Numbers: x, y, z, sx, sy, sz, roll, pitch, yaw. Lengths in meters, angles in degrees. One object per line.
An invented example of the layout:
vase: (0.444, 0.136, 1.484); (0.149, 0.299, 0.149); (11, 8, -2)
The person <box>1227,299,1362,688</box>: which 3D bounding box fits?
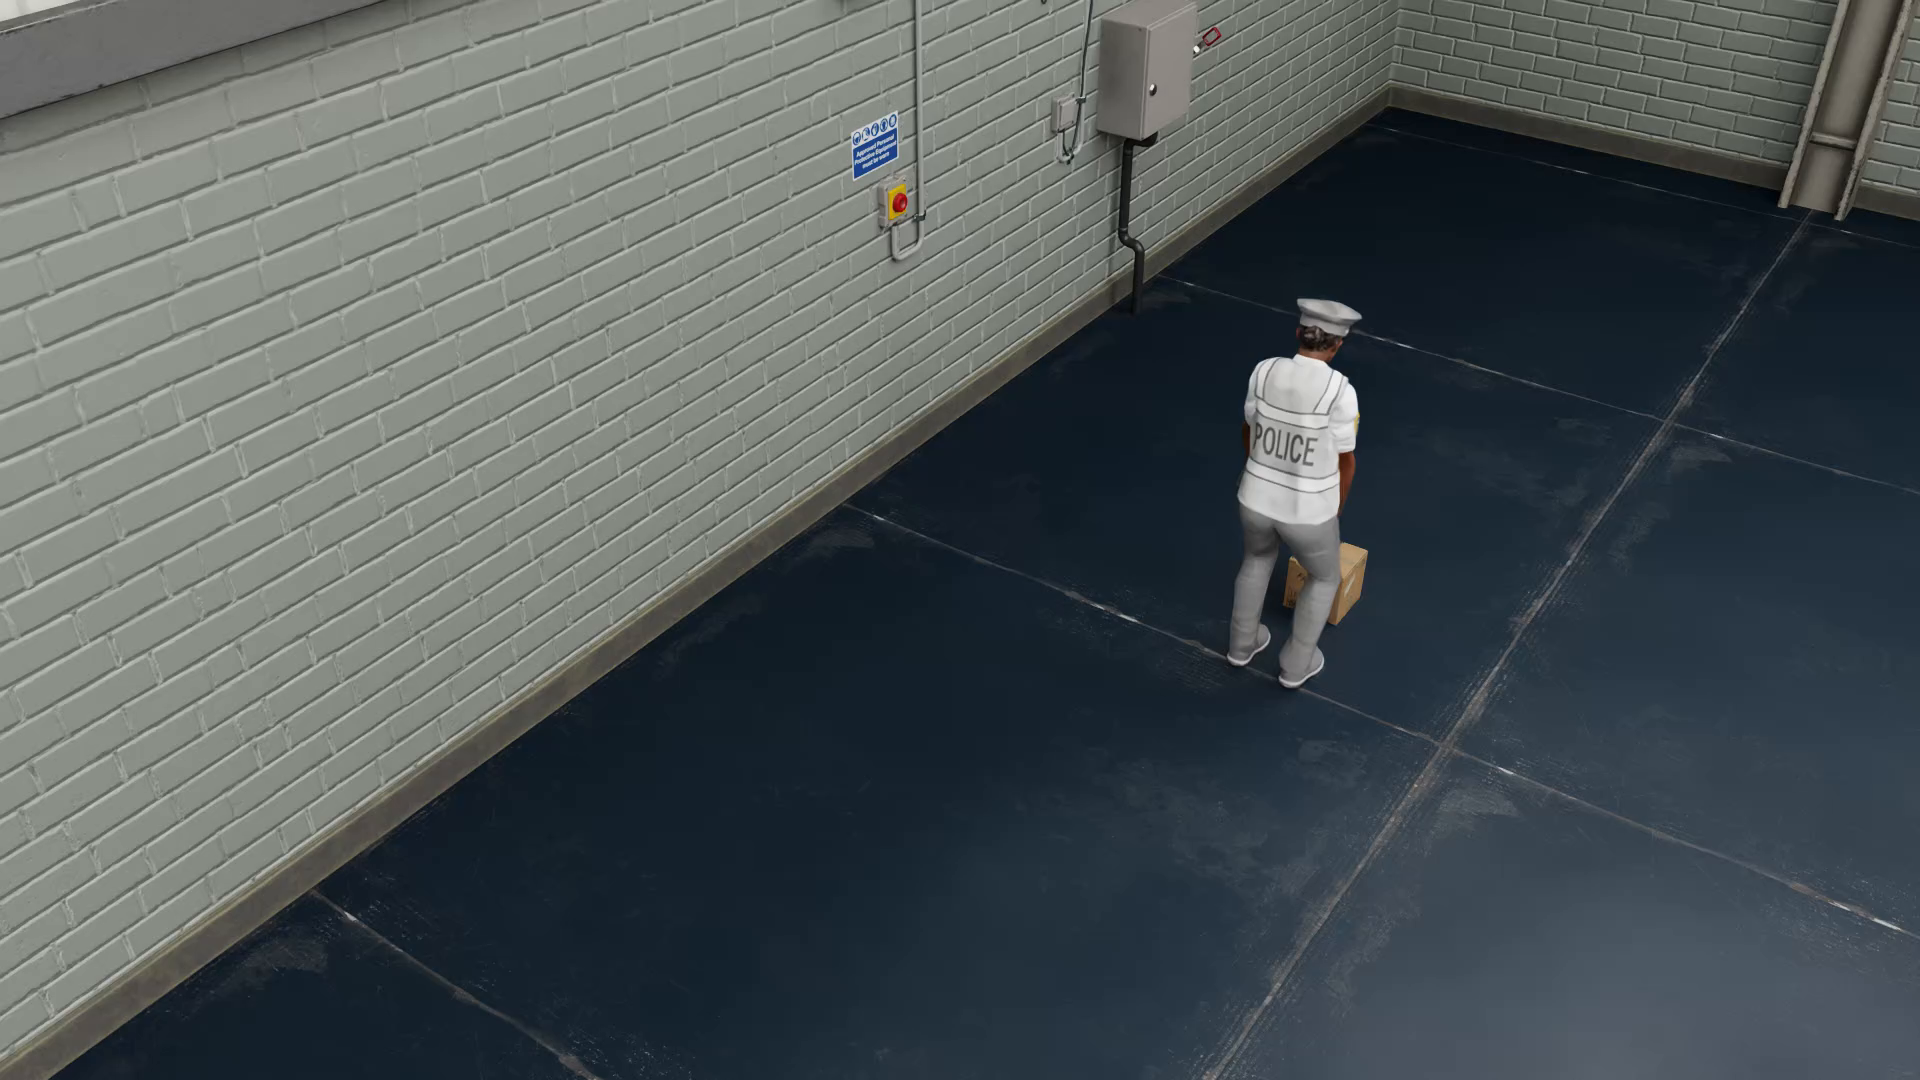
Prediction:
person: (1.284, -0.170, 6.464); (0.469, 1.592, 0.500); (23, 41, 29)
